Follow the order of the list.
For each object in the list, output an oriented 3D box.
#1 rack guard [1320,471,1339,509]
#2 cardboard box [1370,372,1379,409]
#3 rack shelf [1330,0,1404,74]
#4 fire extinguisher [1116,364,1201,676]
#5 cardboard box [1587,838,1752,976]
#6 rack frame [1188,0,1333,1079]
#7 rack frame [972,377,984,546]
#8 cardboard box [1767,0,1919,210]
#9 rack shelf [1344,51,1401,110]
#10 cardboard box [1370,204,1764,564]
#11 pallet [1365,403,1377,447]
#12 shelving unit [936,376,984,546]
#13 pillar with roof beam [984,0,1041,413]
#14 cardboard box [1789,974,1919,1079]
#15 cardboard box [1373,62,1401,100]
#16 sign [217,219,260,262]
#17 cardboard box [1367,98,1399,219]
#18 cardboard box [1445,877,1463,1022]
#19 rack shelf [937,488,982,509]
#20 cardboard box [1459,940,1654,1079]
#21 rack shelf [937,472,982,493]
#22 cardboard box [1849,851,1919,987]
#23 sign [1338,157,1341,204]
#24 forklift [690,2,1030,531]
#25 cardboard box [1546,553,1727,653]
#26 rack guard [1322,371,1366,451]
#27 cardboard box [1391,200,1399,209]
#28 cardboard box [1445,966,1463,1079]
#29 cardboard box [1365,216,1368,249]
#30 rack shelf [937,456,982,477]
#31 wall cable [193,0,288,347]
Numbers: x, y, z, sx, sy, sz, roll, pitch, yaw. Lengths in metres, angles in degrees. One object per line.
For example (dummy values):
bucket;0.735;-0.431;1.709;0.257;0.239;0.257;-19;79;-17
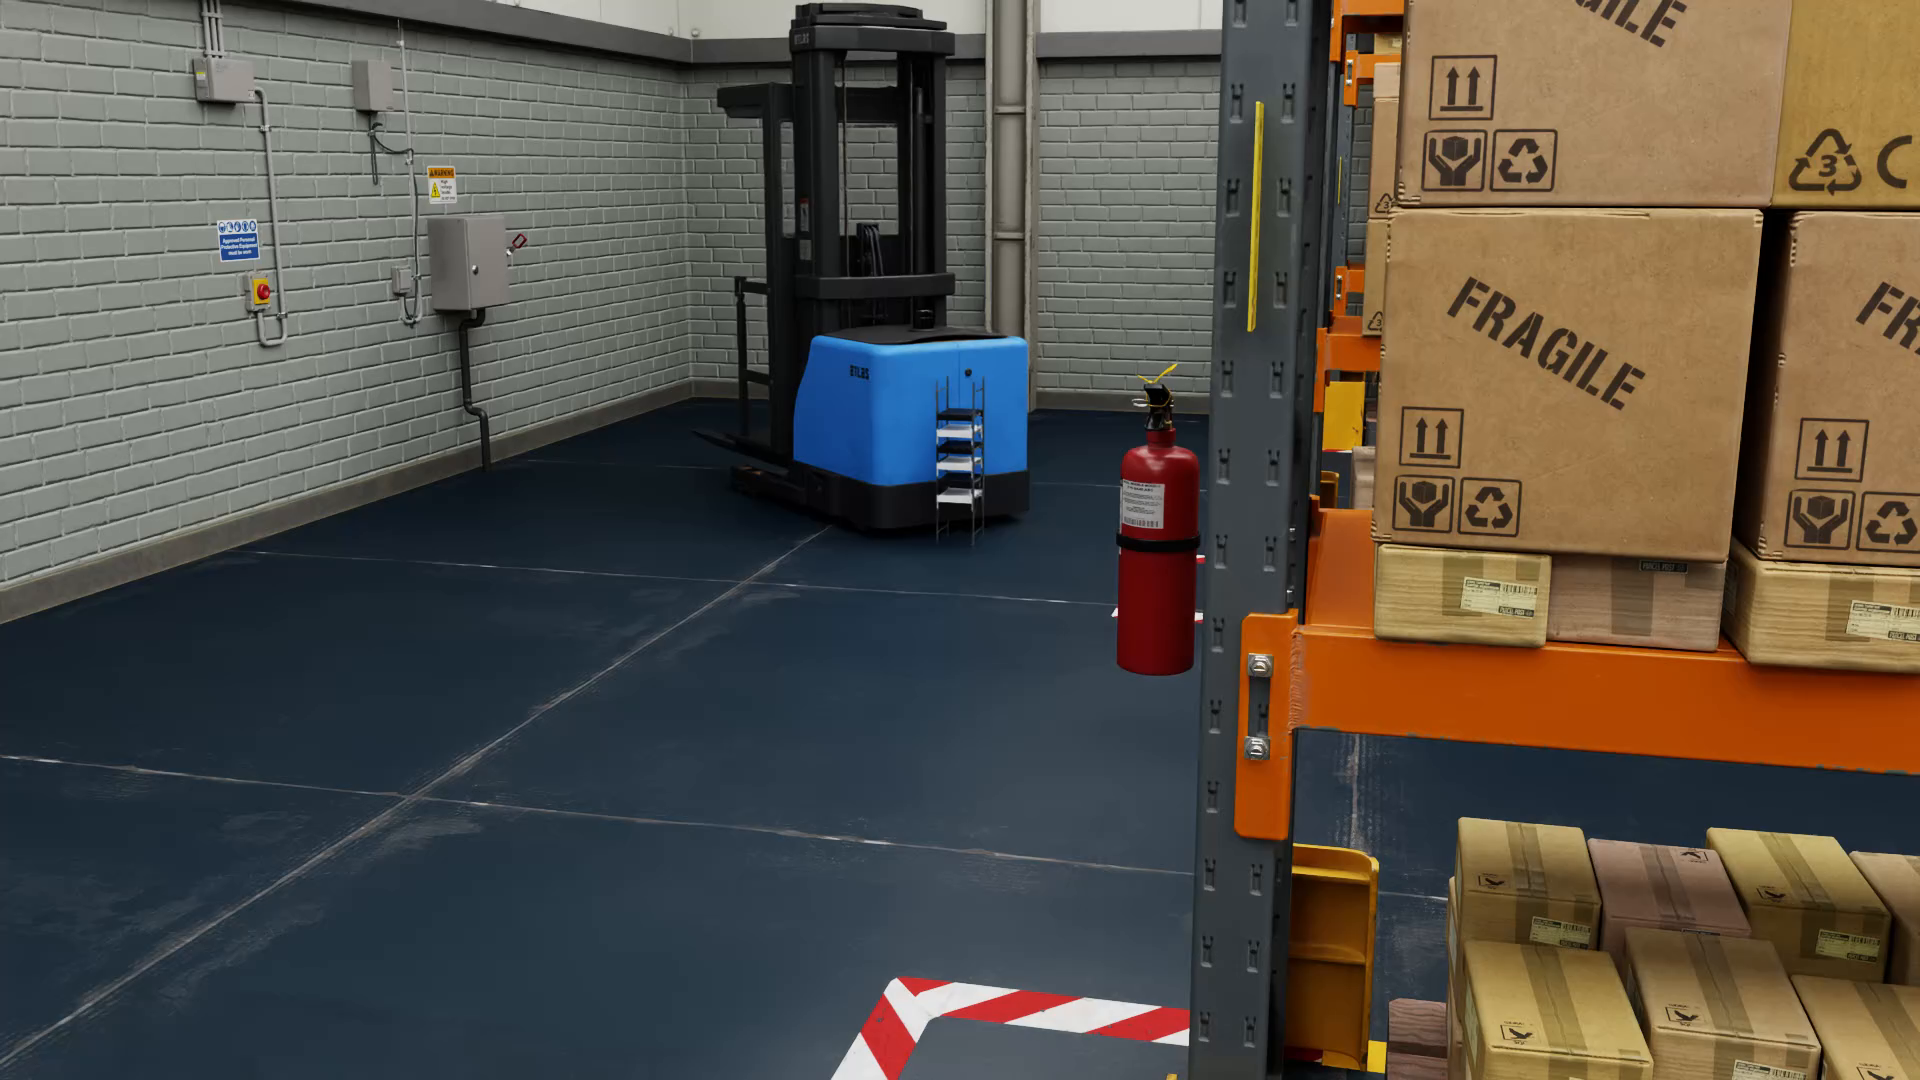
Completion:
rack guard;1.628;0.010;8.033;0.348;0.500;1.175;3;13;14
cardboard box;3.408;-1.187;12.454;0.637;0.503;0.797;3;13;11
rack shelf;3.593;-2.218;7.042;4.000;0.370;1.077;3;13;14
fire extinguisher;0.429;-0.053;3.586;0.183;0.674;0.296;3;13;14
cardboard box;1.368;0.733;3.243;0.250;0.149;0.380;3;13;15
rack frame;0.563;-0.163;3.041;0.127;3.000;1.000;3;13;14
rack frame;0.100;-0.430;9.094;0.006;0.900;0.240;3;13;15
cardboard box;1.427;-0.741;2.421;0.500;0.500;0.500;3;13;15
rack shelf;4.778;-3.262;11.748;4.000;0.370;1.077;3;13;14
cardboard box;0.933;-0.275;2.631;0.500;0.500;0.500;4;13;16
pallet;3.685;-0.846;12.561;1.213;0.211;1.003;3;13;14
shelving unit;0.002;-0.436;9.120;0.210;0.900;0.258;3;13;15
pillar with roof beam;-0.597;-4.606;9.217;0.400;9.000;9.100;3;13;14
cardboard box;1.501;0.861;2.665;0.250;0.149;0.380;3;13;13
cardboard box;1.929;-1.986;7.222;0.250;0.149;0.380;3;13;15
sign;-3.900;-1.621;8.993;0.001;0.218;0.327;3;13;14
cardboard box;2.049;-1.661;7.255;0.500;0.500;0.500;3;13;12
cardboard box;1.144;0.846;3.419;0.250;0.149;0.380;3;13;12
rack shelf;0.002;-0.227;9.166;0.200;0.077;0.258;3;13;15
cardboard box;0.990;0.832;2.796;0.250;0.149;0.380;2;13;11
rack shelf;0.002;-0.315;9.147;0.200;0.077;0.258;3;13;15
cardboard box;1.886;0.747;3.183;0.250;0.149;0.380;3;13;11
sign;2.707;-2.561;11.854;0.005;0.325;0.100;3;13;14
forklift;-0.807;-1.751;10.357;1.130;2.935;3.031;-8;15;-31
cardboard box;1.056;0.050;2.662;0.250;0.149;0.380;4;13;16
rack guard;2.910;-1.029;12.715;0.348;0.500;1.175;3;13;14
cardboard box;1.061;-0.387;3.137;0.500;0.500;0.500;3;13;15
cardboard box;1.124;1.008;3.379;0.250;0.149;0.380;3;13;14
cardboard box;3.212;-2.245;12.085;0.500;0.250;0.500;3;13;14
rack shelf;0.002;-0.403;9.127;0.200;0.077;0.258;3;13;15
wall cable;-3.829;-2.008;8.940;0.123;1.953;0.585;3;13;14
